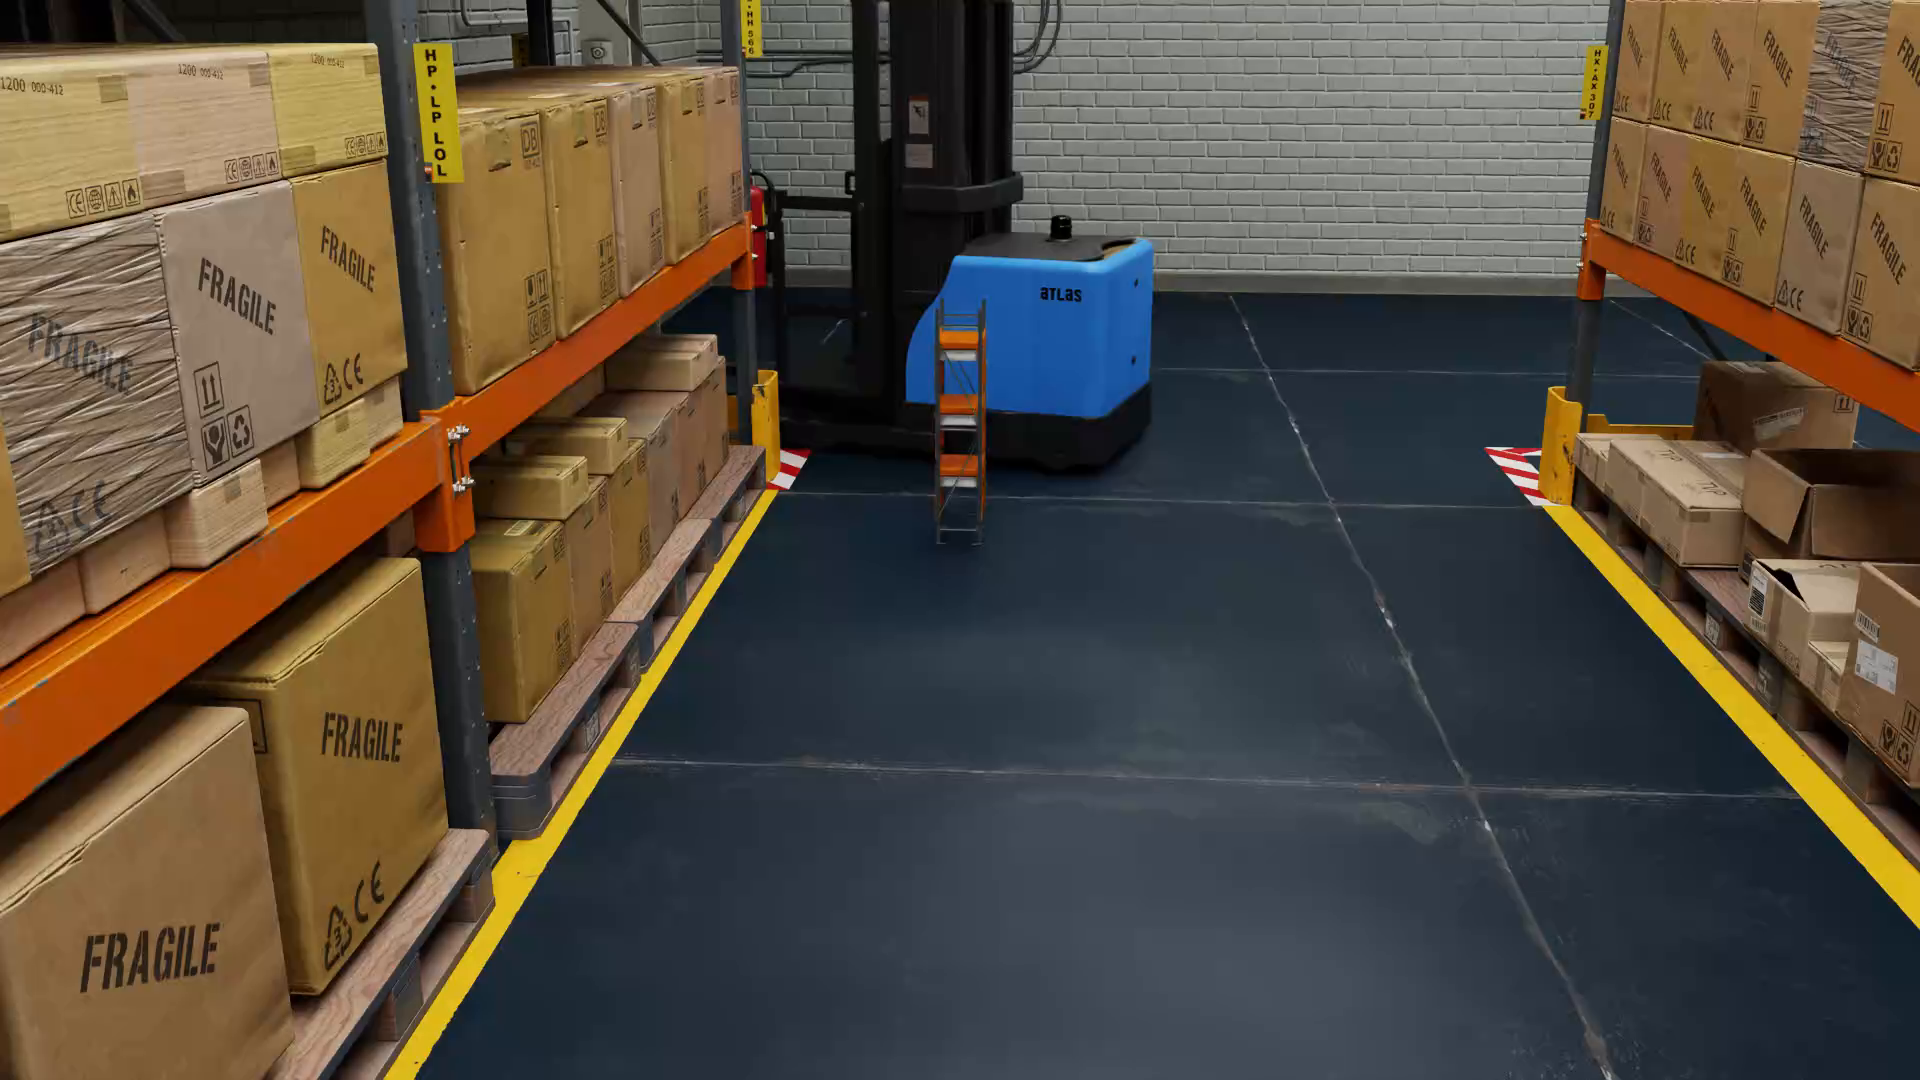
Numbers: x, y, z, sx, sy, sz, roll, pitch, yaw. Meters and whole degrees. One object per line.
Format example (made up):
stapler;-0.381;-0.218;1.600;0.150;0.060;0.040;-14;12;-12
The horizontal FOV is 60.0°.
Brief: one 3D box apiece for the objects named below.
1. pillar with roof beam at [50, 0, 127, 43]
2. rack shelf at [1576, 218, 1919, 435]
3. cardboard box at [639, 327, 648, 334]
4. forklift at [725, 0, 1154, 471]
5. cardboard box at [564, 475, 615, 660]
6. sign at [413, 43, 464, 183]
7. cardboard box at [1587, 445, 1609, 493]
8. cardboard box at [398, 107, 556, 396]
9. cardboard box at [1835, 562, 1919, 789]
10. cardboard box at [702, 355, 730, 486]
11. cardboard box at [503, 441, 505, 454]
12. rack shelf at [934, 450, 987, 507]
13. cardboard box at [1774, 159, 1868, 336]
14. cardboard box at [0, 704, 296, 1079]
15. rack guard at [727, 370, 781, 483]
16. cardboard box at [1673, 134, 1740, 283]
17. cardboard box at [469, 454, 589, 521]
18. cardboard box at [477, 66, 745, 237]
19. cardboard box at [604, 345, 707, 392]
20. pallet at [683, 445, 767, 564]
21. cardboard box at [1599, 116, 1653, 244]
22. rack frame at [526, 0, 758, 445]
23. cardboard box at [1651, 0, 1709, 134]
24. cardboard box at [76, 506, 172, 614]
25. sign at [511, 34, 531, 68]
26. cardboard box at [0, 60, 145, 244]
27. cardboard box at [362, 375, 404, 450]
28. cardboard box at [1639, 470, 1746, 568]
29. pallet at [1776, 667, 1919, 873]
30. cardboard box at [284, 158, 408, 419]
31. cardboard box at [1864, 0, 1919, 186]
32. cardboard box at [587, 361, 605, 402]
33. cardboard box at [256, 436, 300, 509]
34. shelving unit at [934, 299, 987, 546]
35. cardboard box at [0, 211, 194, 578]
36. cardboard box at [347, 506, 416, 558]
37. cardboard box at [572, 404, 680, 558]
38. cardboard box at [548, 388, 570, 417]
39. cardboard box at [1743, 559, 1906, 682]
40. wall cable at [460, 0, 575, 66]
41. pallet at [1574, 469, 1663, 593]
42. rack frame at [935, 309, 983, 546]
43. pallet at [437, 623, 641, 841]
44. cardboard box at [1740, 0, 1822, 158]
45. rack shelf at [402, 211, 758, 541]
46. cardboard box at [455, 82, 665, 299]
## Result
pillar with roof beam;1.681;-3.514;3.696;9.100;9.000;0.400;1;18;4
rack shelf;3.284;-0.692;5.874;1.077;0.370;4.000;1;18;4
cardboard box;-1.655;-0.908;7.677;0.380;0.149;0.250;1;18;4
forklift;-0.521;-2.012;8.857;3.031;2.935;1.130;7;19;20
cardboard box;-1.606;0.080;5.702;0.700;0.500;0.500;1;18;3
sign;-1.259;-1.026;4.005;0.100;0.325;0.005;1;18;4
cardboard box;3.037;-0.318;7.420;0.380;0.166;0.250;1;18;4
cardboard box;-1.746;-0.833;4.667;0.980;0.700;0.700;2;18;5
cardboard box;2.898;0.382;4.747;0.500;0.500;0.500;1;18;4
cardboard box;-1.464;-0.557;7.645;0.700;0.500;0.500;1;18;4
cardboard box;-1.780;-0.356;5.990;0.380;0.149;0.250;1;18;4
rack shelf;0.004;-0.241;7.400;0.215;0.259;0.240;1;18;4
cardboard box;2.991;-0.941;5.318;0.500;0.500;0.500;2;18;5
cardboard box;-1.778;0.780;3.002;0.750;0.750;0.750;2;18;6
rack guard;-1.512;-0.584;8.404;1.175;0.500;0.348;1;18;4
cardboard box;3.062;-1.255;6.275;0.500;0.500;0.500;1;18;4
cardboard box;-1.438;-0.175;5.437;0.380;0.149;0.250;2;18;6
cardboard box;-1.541;-1.749;7.461;0.980;0.700;0.700;2;18;6
cardboard box;-1.309;-0.742;7.168;0.380;0.149;0.250;2;18;5
pallet;-1.493;-0.190;7.663;1.003;0.211;1.213;1;18;4
cardboard box;3.132;-1.571;7.240;0.500;0.500;0.500;2;18;5
rack frame;-1.514;-1.765;7.992;1.000;3.000;0.127;1;18;4
cardboard box;3.103;-1.884;6.588;0.500;0.500;0.500;1;18;4
cardboard box;-1.645;0.015;2.932;0.380;0.149;0.250;1;18;4
sign;-2.067;-2.228;7.888;0.100;0.325;0.005;1;18;4
cardboard box;-1.662;-0.610;2.591;0.500;0.250;0.500;2;18;5
cardboard box;-1.543;-0.301;3.897;0.380;0.149;0.250;1;18;4
cardboard box;3.034;-0.085;6.574;0.500;0.250;0.500;1;18;4
pallet;3.191;0.699;4.952;1.003;0.211;1.213;1;18;4
cardboard box;-1.582;-0.572;3.681;0.500;0.500;0.500;1;18;3
cardboard box;2.953;-1.258;4.678;0.500;0.500;0.500;1;18;3
cardboard box;-1.709;-0.673;6.959;0.380;0.149;0.250;1;18;4
cardboard box;-1.601;-0.143;3.414;0.380;0.149;0.250;2;18;6
shelving unit;0.004;-0.516;7.310;0.215;1.050;0.252;1;18;4
cardboard box;-1.654;-0.257;2.721;0.500;0.500;0.500;1;18;4
cardboard box;-1.853;-0.032;5.001;0.380;0.149;0.250;1;18;4
cardboard box;-1.536;-0.245;6.694;0.700;0.500;0.500;1;18;2
cardboard box;-1.744;-0.515;6.475;0.380;0.149;0.250;1;18;4
cardboard box;2.952;0.239;5.487;0.500;0.311;0.500;1;18;4
wall cable;-2.366;-2.666;9.112;0.084;1.984;1.851;1;18;4
pallet;3.366;-0.059;7.264;1.003;0.211;1.213;1;18;4
rack frame;-0.005;-0.478;7.195;0.200;1.050;0.008;1;18;4
pallet;-1.668;0.568;5.350;1.003;0.211;1.213;1;18;4
cardboard box;3.026;-1.571;5.633;0.500;0.500;0.500;1;18;3
rack shelf;-1.657;-0.802;6.208;1.077;0.370;4.000;1;18;4
cardboard box;-1.645;-1.286;6.049;0.980;0.700;0.700;0;18;1
